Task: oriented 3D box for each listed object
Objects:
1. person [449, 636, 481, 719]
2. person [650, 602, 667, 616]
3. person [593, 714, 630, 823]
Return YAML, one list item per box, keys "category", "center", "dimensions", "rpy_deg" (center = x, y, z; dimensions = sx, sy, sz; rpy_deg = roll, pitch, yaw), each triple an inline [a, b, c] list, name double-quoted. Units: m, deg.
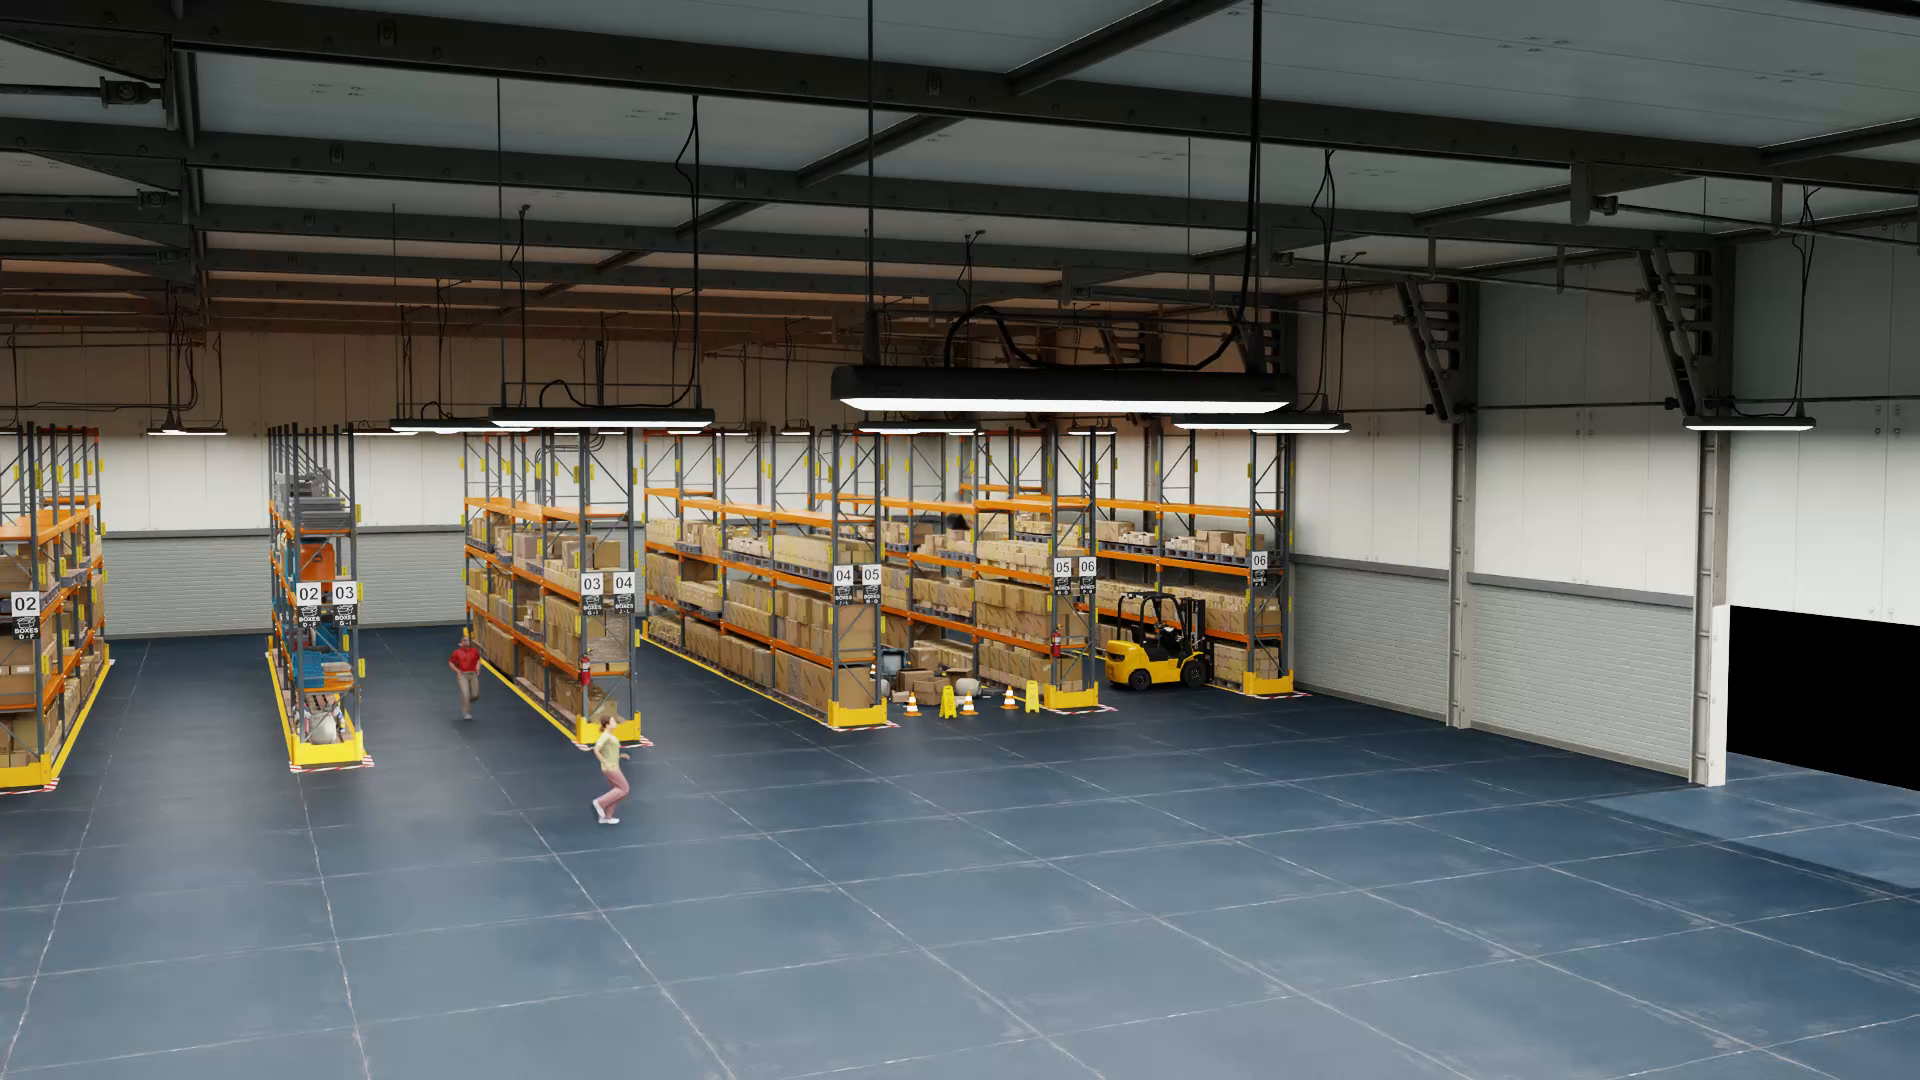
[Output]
- category: "person"
  center: [-10.108, 2.802, 34.041]
  dimensions: [0.661, 1.672, 0.607]
  rpy_deg: [-2, 4, -34]
- category: "person"
  center: [-8.906, 1.892, 49.325]
  dimensions: [0.511, 1.670, 0.890]
  rpy_deg: [0, 3, 4]
- category: "person"
  center: [-5.172, 3.398, 24.695]
  dimensions: [0.540, 1.627, 0.575]
  rpy_deg: [0, 4, -7]
